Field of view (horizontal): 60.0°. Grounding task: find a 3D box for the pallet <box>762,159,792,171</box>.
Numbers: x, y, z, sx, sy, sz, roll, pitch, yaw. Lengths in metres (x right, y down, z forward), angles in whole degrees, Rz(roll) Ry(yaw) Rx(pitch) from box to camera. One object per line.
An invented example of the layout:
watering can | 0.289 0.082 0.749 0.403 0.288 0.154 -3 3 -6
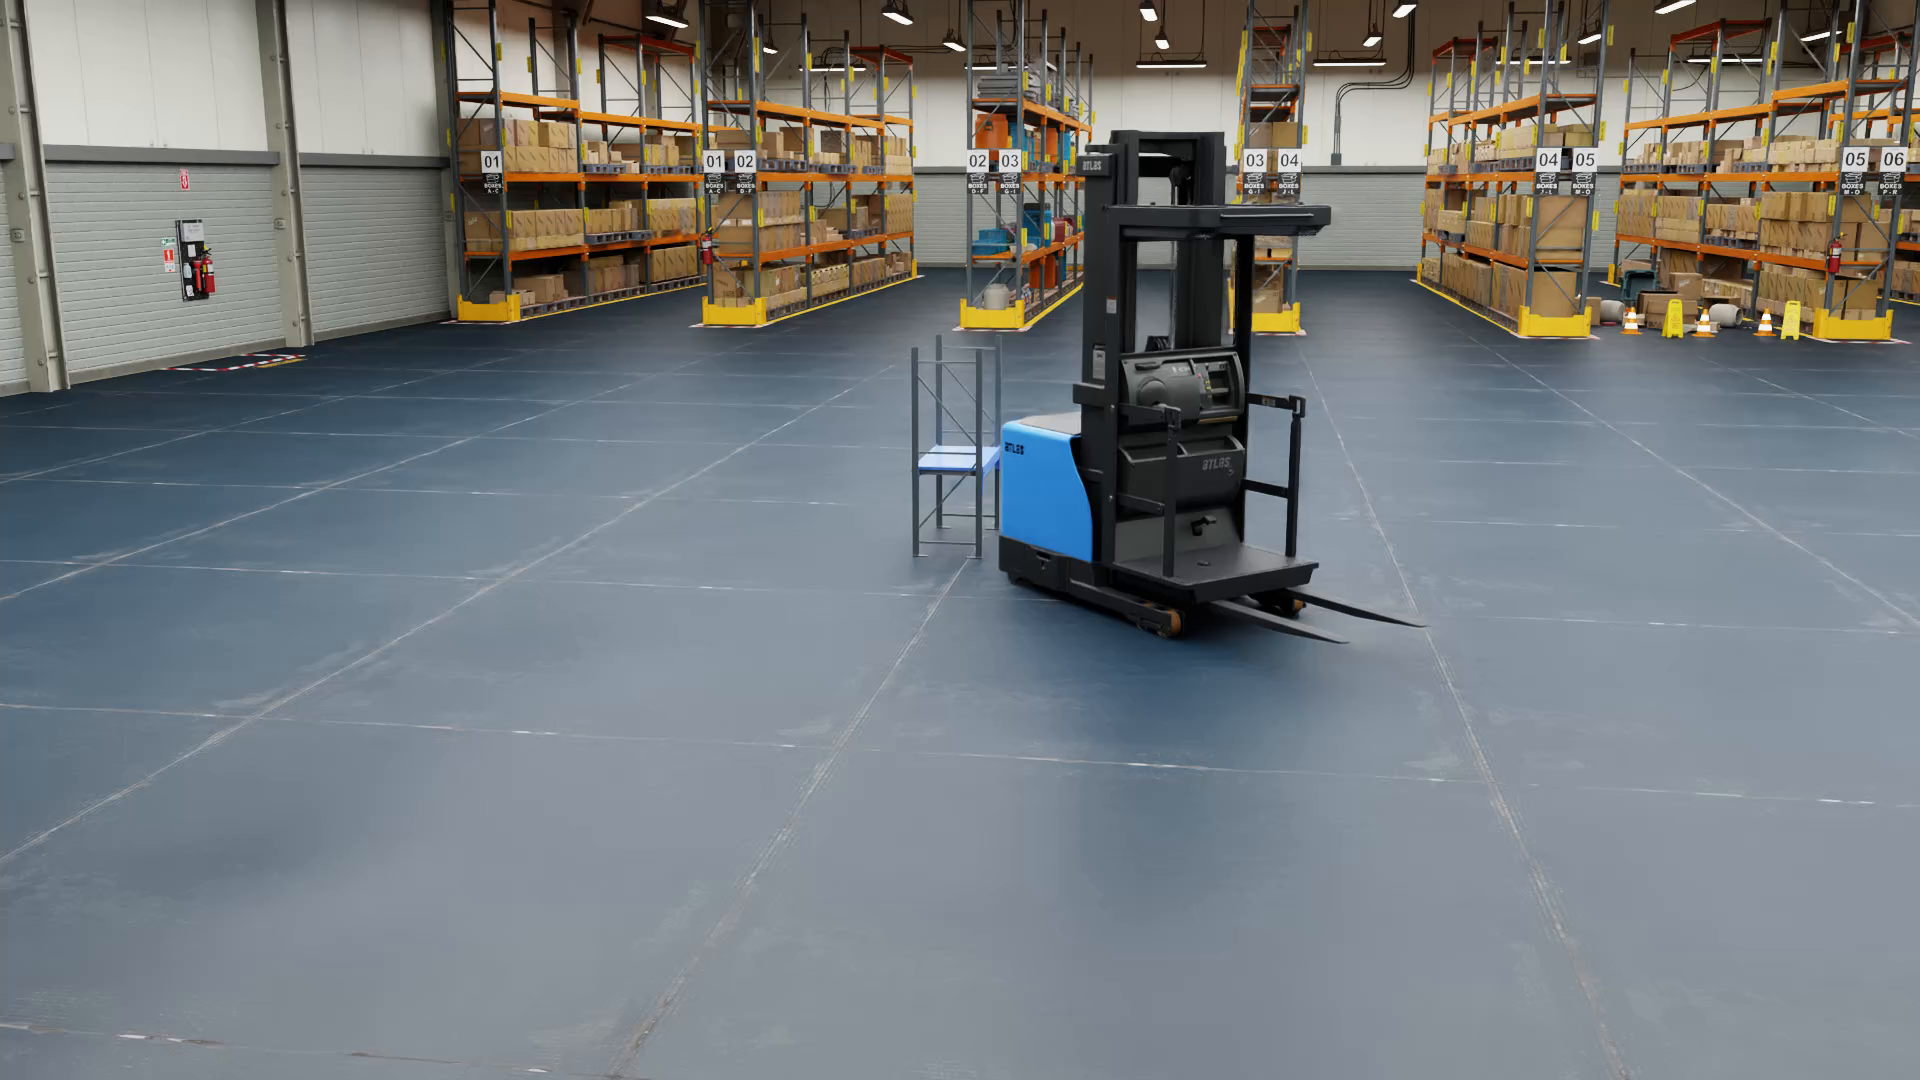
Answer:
pallet | -3.947 -7.390 32.753 1.003 0.211 1.213 2 12 9

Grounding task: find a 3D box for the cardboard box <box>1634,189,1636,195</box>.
cardboard box | 17.232 -8.774 41.934 0.380 0.149 0.250 2 12 9

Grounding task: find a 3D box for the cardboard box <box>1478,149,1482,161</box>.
cardboard box | 11.231 -8.127 35.085 0.500 0.250 0.500 2 12 10

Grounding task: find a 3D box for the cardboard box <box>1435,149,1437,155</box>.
cardboard box | 12.314 -9.899 42.409 0.380 0.149 0.250 2 12 10

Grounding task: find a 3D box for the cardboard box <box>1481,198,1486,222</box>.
cardboard box | 11.405 -6.960 35.057 0.700 0.500 0.500 2 12 8

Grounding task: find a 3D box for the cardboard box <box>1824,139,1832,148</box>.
cardboard box | 15.172 -6.842 28.706 0.380 0.149 0.250 2 12 8

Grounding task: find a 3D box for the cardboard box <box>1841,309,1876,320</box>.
cardboard box | 15.711 -3.943 29.199 0.500 0.250 0.500 2 12 8

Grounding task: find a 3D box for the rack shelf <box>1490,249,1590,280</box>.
rack shelf | 10.714 -5.127 30.870 1.077 0.370 4.000 2 12 9

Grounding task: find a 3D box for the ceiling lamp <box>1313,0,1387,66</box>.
ceiling lamp | 10.900 -14.837 46.125 2.000 3.185 0.800 2 12 9

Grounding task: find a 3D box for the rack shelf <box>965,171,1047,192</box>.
rack shelf | 0.935 -6.935 32.142 1.077 0.370 4.000 2 12 9

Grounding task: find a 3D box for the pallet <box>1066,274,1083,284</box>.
pallet | 2.733 -6.948 44.233 1.003 0.211 1.213 2 12 9

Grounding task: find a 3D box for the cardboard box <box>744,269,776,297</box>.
cardboard box | -3.889 -5.002 32.333 0.500 0.500 0.500 2 12 9

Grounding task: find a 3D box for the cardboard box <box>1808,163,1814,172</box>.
cardboard box | 15.316 -6.615 29.546 0.380 0.149 0.250 2 12 7

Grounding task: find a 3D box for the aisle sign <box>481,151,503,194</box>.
aisle sign | -8.877 -6.972 31.552 0.394 0.787 0.004 2 12 9

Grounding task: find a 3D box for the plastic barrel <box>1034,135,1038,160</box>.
plastic barrel | 1.416 -8.446 36.424 0.600 0.830 0.708 2 12 9

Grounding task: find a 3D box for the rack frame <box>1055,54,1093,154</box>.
rack frame | 3.088 -11.668 45.273 1.000 3.000 0.127 2 12 9

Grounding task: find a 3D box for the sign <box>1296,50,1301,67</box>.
sign | 6.670 -9.483 32.732 0.100 0.325 0.005 2 12 9

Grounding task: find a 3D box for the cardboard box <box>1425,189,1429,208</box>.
cardboard box | 12.536 -8.991 43.777 0.500 0.500 0.500 2 12 8

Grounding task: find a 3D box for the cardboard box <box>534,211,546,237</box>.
cardboard box | -8.620 -6.328 33.265 0.500 0.500 0.500 1 12 7

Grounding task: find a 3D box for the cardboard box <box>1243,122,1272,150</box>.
cardboard box | 5.509 -7.480 30.831 0.500 0.500 0.500 2 12 9

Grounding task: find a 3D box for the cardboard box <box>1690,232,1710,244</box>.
cardboard box | 16.365 -6.629 36.487 0.500 0.250 0.500 1 12 7

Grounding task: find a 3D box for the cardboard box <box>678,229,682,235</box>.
cardboard box | -7.274 -7.819 42.206 0.380 0.149 0.250 2 12 9

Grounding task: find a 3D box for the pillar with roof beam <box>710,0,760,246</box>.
pillar with roof beam | -2.887 -12.439 48.854 9.100 9.000 0.548 2 12 9

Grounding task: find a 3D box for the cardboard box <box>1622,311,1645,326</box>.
cardboard box | 12.577 -4.141 31.077 0.396 0.266 0.258 4 13 18

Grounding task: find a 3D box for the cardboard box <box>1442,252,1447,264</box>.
cardboard box | 11.877 -6.765 39.920 0.500 0.250 0.500 1 12 6

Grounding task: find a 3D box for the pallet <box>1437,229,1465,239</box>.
pallet | 11.991 -7.312 39.758 1.003 0.211 1.213 2 12 9

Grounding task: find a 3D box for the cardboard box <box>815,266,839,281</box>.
cardboard box | -3.028 -6.036 37.580 0.500 0.311 0.500 2 12 8

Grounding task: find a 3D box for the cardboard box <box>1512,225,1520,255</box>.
cardboard box | 10.733 -5.554 30.787 0.875 0.550 0.500 2 12 9

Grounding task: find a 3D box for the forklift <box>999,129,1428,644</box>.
forklift | 1.492 -0.970 10.037 1.130 2.935 3.031 -8 14 -33

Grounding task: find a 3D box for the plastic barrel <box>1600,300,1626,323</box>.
plastic barrel | 12.363 -4.350 31.671 0.421 0.421 0.512 -10 16 -40

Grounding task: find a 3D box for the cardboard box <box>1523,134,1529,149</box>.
cardboard box | 10.283 -7.070 29.474 0.500 0.250 0.500 2 12 9

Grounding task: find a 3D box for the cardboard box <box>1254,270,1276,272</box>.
cardboard box | 6.596 -5.646 36.463 0.700 0.500 0.500 1 12 4

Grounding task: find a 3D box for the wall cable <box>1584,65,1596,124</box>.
wall cable | 18.370 -12.379 48.576 0.463 3.000 0.029 2 12 9

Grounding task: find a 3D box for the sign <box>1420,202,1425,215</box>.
sign | 12.331 -8.834 44.308 0.100 0.325 0.005 2 12 9

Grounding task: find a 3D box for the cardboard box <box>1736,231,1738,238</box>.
cardboard box | 15.906 -6.166 33.584 0.380 0.149 0.250 2 12 9

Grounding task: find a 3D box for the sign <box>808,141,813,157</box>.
sign | -3.103 -8.138 34.602 0.100 0.325 0.005 2 12 9

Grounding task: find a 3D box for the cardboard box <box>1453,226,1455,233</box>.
cardboard box | 11.299 -6.979 37.357 0.380 0.149 0.250 2 12 8

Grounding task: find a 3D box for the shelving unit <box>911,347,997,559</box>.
shelving unit | -0.014 -0.714 12.249 0.500 1.500 1.039 2 12 9

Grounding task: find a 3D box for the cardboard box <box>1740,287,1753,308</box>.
cardboard box | 16.007 -4.785 32.819 0.950 0.372 0.625 2 12 9

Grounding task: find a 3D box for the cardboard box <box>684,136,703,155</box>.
cardboard box | -6.930 -10.376 43.744 0.500 0.500 0.500 2 12 8

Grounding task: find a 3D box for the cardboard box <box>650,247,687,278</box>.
cardboard box | -7.422 -7.053 42.207 0.750 0.750 0.750 2 12 10

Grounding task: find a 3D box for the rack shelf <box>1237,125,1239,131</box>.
rack shelf | 7.674 -10.544 42.715 1.077 0.370 4.000 2 12 9

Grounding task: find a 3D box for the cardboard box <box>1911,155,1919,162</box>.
cardboard box | 21.414 -8.488 37.003 0.380 0.149 0.250 2 12 10

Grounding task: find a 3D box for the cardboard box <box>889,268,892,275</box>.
cardboard box | -2.020 -7.154 44.252 0.380 0.166 0.250 2 12 9

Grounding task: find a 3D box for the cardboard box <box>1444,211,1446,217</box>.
cardboard box | 11.579 -7.650 39.056 0.380 0.149 0.250 2 12 8

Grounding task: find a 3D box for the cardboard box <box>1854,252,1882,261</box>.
cardboard box | 15.570 -4.864 28.540 0.380 0.149 0.250 2 12 9

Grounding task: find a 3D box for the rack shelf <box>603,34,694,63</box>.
rack shelf | -7.624 -12.013 40.693 1.077 0.370 4.000 2 12 9

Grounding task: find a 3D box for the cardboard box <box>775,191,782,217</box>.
cardboard box | -3.945 -6.675 33.032 0.700 0.500 0.500 2 12 9

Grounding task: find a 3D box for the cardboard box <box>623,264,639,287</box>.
cardboard box | -7.991 -6.232 39.181 0.700 0.500 0.500 2 12 9

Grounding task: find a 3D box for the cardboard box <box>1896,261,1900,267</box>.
cardboard box | 21.723 -6.324 38.113 0.380 0.149 0.250 2 12 8

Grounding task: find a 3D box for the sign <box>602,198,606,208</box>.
sign | -8.481 -7.974 39.626 0.100 0.325 0.005 2 12 9

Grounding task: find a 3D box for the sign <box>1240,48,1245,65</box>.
sign | 5.587 -9.560 32.900 0.100 0.325 0.005 2 12 9

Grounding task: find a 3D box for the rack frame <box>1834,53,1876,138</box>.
rack frame | 22.676 -11.026 42.297 0.949 2.616 0.053 2 12 9
